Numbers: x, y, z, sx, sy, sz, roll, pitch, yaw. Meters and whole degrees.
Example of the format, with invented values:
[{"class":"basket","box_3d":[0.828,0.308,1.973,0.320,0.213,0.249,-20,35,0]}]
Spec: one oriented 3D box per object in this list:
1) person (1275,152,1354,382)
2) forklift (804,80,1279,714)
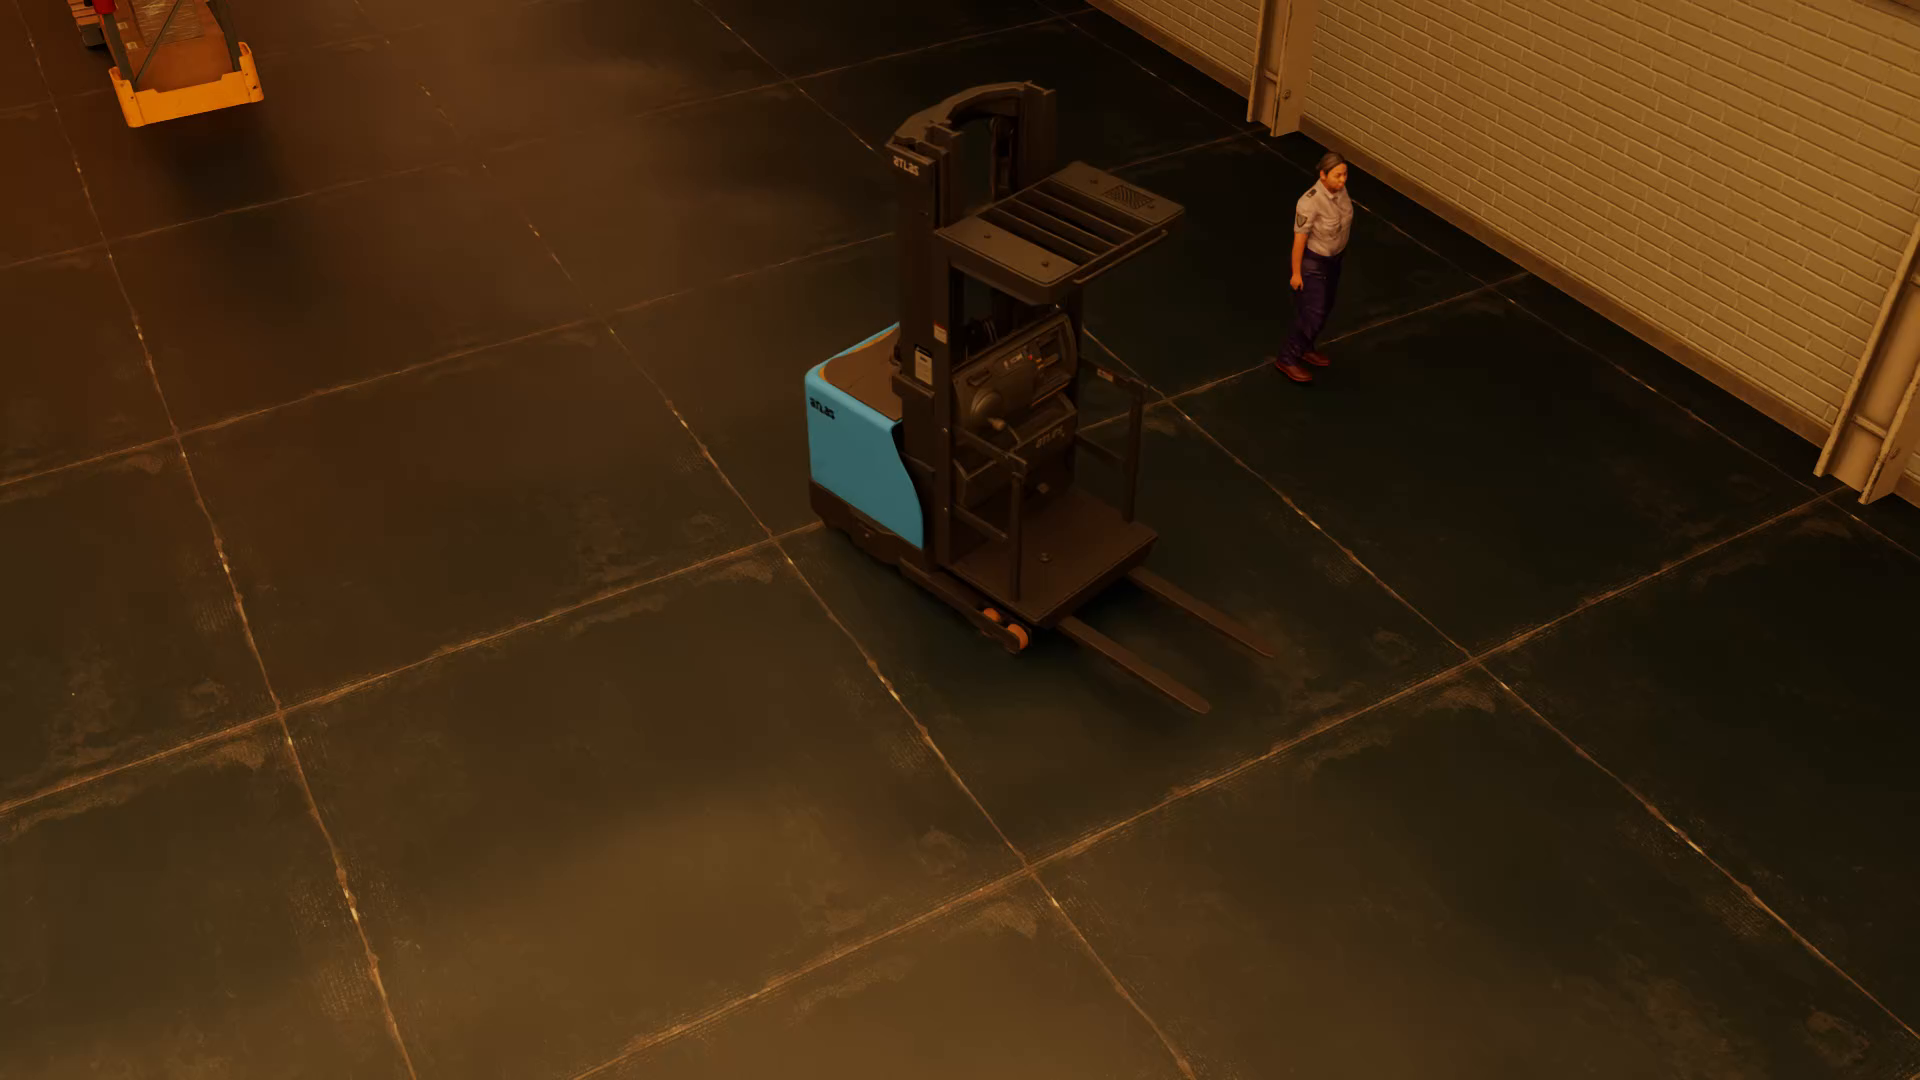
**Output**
[{"class":"person","box_3d":[2.432,-1.865,11.289,0.373,1.651,0.499,30,48,31]},{"class":"forklift","box_3d":[0.461,-0.857,9.070,3.031,2.935,1.130,32,49,33]}]
